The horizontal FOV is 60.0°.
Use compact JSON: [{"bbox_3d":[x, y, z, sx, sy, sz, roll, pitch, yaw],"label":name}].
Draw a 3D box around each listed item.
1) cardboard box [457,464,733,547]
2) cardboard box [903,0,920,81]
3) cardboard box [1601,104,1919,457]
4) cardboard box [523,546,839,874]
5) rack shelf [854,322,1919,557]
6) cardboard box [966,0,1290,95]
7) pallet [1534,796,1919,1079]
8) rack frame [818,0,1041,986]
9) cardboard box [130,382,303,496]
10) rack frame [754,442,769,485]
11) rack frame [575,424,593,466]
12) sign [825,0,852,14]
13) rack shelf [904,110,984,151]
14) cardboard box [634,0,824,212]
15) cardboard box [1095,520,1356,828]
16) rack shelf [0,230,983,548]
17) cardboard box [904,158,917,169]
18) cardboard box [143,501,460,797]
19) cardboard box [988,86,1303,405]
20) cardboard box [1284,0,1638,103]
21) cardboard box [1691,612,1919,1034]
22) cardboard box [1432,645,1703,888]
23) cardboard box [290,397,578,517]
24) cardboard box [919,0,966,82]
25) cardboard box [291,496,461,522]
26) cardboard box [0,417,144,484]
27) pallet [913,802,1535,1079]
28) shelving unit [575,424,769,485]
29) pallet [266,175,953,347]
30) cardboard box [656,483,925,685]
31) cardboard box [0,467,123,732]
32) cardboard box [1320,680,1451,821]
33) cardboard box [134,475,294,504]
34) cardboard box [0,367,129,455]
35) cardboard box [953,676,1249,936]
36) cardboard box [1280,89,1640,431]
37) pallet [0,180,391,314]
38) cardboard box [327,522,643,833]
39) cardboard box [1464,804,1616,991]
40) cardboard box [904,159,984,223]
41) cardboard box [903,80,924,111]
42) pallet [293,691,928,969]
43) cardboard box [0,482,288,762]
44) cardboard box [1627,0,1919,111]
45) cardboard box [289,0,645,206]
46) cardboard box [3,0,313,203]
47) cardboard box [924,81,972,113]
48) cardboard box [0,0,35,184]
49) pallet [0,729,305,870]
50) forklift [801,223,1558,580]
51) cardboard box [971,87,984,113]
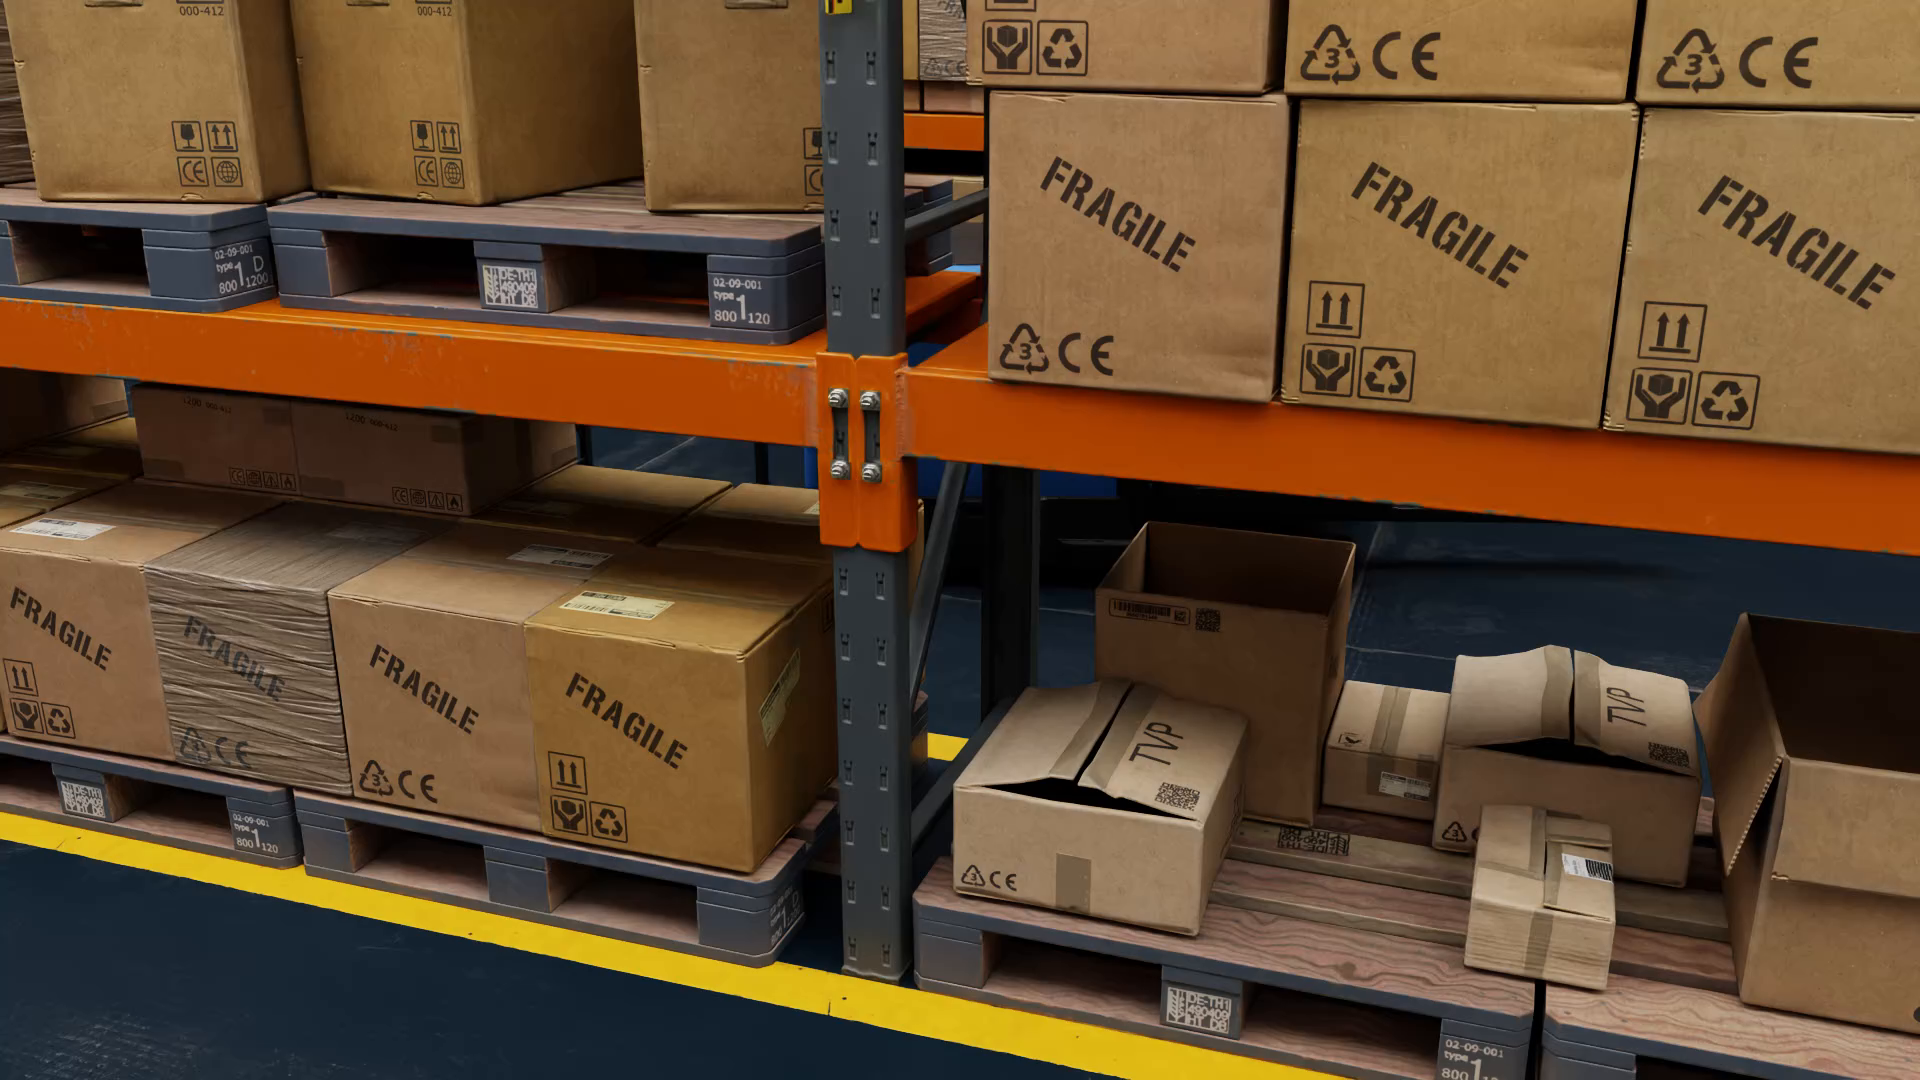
[{"bbox_3d":[-0.907,0.133,4.267,0.500,0.500,0.500,7,20,19],"label":"cardboard box"},{"bbox_3d":[-0.350,-2.528,8.137,0.500,0.500,0.500,7,20,20],"label":"cardboard box"},{"bbox_3d":[1.326,-0.456,2.675,0.500,0.500,0.500,6,20,18],"label":"cardboard box"},{"bbox_3d":[-0.583,0.351,3.641,0.500,0.500,0.500,6,20,18],"label":"cardboard box"},{"bbox_3d":[1.866,-0.102,2.904,4.000,0.370,1.077,7,20,18],"label":"rack shelf"},{"bbox_3d":[0.330,-1.038,2.827,0.500,0.500,0.500,7,20,19],"label":"cardboard box"},{"bbox_3d":[1.782,0.865,3.274,1.213,0.211,1.003,7,20,18],"label":"pallet"},{"bbox_3d":[-0.023,-0.657,3.405,0.127,3.000,1.000,7,20,18],"label":"rack frame"},{"bbox_3d":[-1.819,-0.329,4.453,0.500,0.250,0.500,6,20,17],"label":"cardboard box"},{"bbox_3d":[-0.626,-0.752,5.956,0.032,1.500,0.500,7,20,19],"label":"rack frame"},{"bbox_3d":[-1.581,-0.867,6.284,0.032,1.500,0.500,7,20,19],"label":"rack frame"},{"bbox_3d":[-0.202,-1.031,2.718,0.005,0.325,0.100,7,20,18],"label":"sign"},{"bbox_3d":[-0.290,-2.074,8.563,4.000,0.370,1.077,7,20,18],"label":"rack shelf"},{"bbox_3d":[-0.397,-1.024,3.666,0.500,0.500,0.700,0,19,0],"label":"cardboard box"},{"bbox_3d":[0.608,0.289,3.820,0.500,0.500,0.500,7,20,18],"label":"cardboard box"},{"bbox_3d":[-1.912,-0.534,4.143,4.000,0.370,1.077,7,20,18],"label":"rack shelf"},{"bbox_3d":[-0.702,-1.596,8.727,0.750,0.750,0.750,6,20,18],"label":"cardboard box"},{"bbox_3d":[-1.521,0.241,3.958,0.500,0.500,0.500,7,20,19],"label":"cardboard box"},{"bbox_3d":[0.369,-0.565,2.988,0.500,0.500,0.500,7,20,19],"label":"cardboard box"},{"bbox_3d":[0.817,-0.983,2.667,0.500,0.500,0.500,6,20,16],"label":"cardboard box"},{"bbox_3d":[1.753,0.515,3.166,0.637,0.503,0.797,7,20,18],"label":"cardboard box"},{"bbox_3d":[1.317,0.459,3.619,0.500,0.311,0.500,7,20,18],"label":"cardboard box"},{"bbox_3d":[-1.345,-0.275,4.298,0.500,0.250,0.500,7,20,18],"label":"cardboard box"},{"bbox_3d":[0.124,-2.476,7.987,0.500,0.500,0.500,7,20,18],"label":"cardboard box"},{"bbox_3d":[-1.377,0.077,4.428,0.500,0.500,0.500,7,20,19],"label":"cardboard box"},{"bbox_3d":[-2.352,-0.033,4.742,0.500,0.500,0.500,6,20,16],"label":"cardboard box"},{"bbox_3d":[0.626,0.734,3.650,1.213,0.211,1.003,7,20,18],"label":"pallet"},{"bbox_3d":[-1.103,-0.810,6.120,1.048,1.500,0.538,7,20,19],"label":"shelving unit"},{"bbox_3d":[-0.742,-0.687,3.782,1.213,0.211,1.003,7,20,18],"label":"pallet"},{"bbox_3d":[-0.400,0.187,4.111,0.500,0.500,0.500,6,20,16],"label":"cardboard box"},{"bbox_3d":[-2.497,0.132,4.270,0.500,0.500,0.500,6,20,17],"label":"cardboard box"},{"bbox_3d":[0.982,0.476,3.816,0.250,0.149,0.380,7,20,18],"label":"cardboard box"},{"bbox_3d":[-1.854,0.022,4.585,0.500,0.500,0.500,6,20,16],"label":"cardboard box"},{"bbox_3d":[-2.786,-0.438,4.766,0.500,0.250,0.500,7,21,20],"label":"cardboard box"},{"bbox_3d":[0.303,0.517,3.452,0.500,0.311,0.500,7,20,18],"label":"cardboard box"},{"bbox_3d":[0.854,-0.511,2.832,0.500,0.500,0.500,7,20,19],"label":"cardboard box"},{"bbox_3d":[-1.963,-0.790,4.078,1.213,0.211,1.003,7,20,18],"label":"pallet"},{"bbox_3d":[-1.047,0.295,3.802,0.500,0.500,0.500,7,20,18],"label":"cardboard box"},{"bbox_3d":[1.123,0.676,3.217,0.250,0.166,0.380,7,20,18],"label":"cardboard box"},{"bbox_3d":[0.102,-1.506,8.468,0.750,0.750,0.750,7,20,20],"label":"cardboard box"},{"bbox_3d":[-0.246,-2.220,8.240,0.250,0.149,0.380,7,20,20],"label":"cardboard box"},{"bbox_3d":[-0.804,0.583,4.082,1.213,0.211,1.003,7,20,18],"label":"pallet"},{"bbox_3d":[-2.002,0.186,4.113,0.500,0.500,0.500,6,20,16],"label":"cardboard box"},{"bbox_3d":[1.303,-0.927,2.508,0.500,0.500,0.500,6,20,16],"label":"cardboard box"},{"bbox_3d":[-1.067,-1.078,3.822,0.500,0.500,0.700,10,22,27],"label":"cardboard box"},{"bbox_3d":[-1.712,-1.075,3.812,0.500,0.500,0.700,1,19,4],"label":"cardboard box"},{"bbox_3d":[0.001,-2.188,8.148,0.250,0.149,0.380,6,20,17],"label":"cardboard box"},{"bbox_3d":[-2.368,-1.144,4.011,0.500,0.500,0.700,11,22,28],"label":"cardboard box"},{"bbox_3d":[-1.960,0.452,4.459,1.213,0.211,1.003,7,20,18],"label":"pallet"},{"bbox_3d":[0.984,-1.397,5.631,3.031,2.935,1.130,0,19,1],"label":"forklift"},{"bbox_3d":[0.233,-2.157,8.057,0.250,0.149,0.380,7,20,18],"label":"cardboard box"}]
